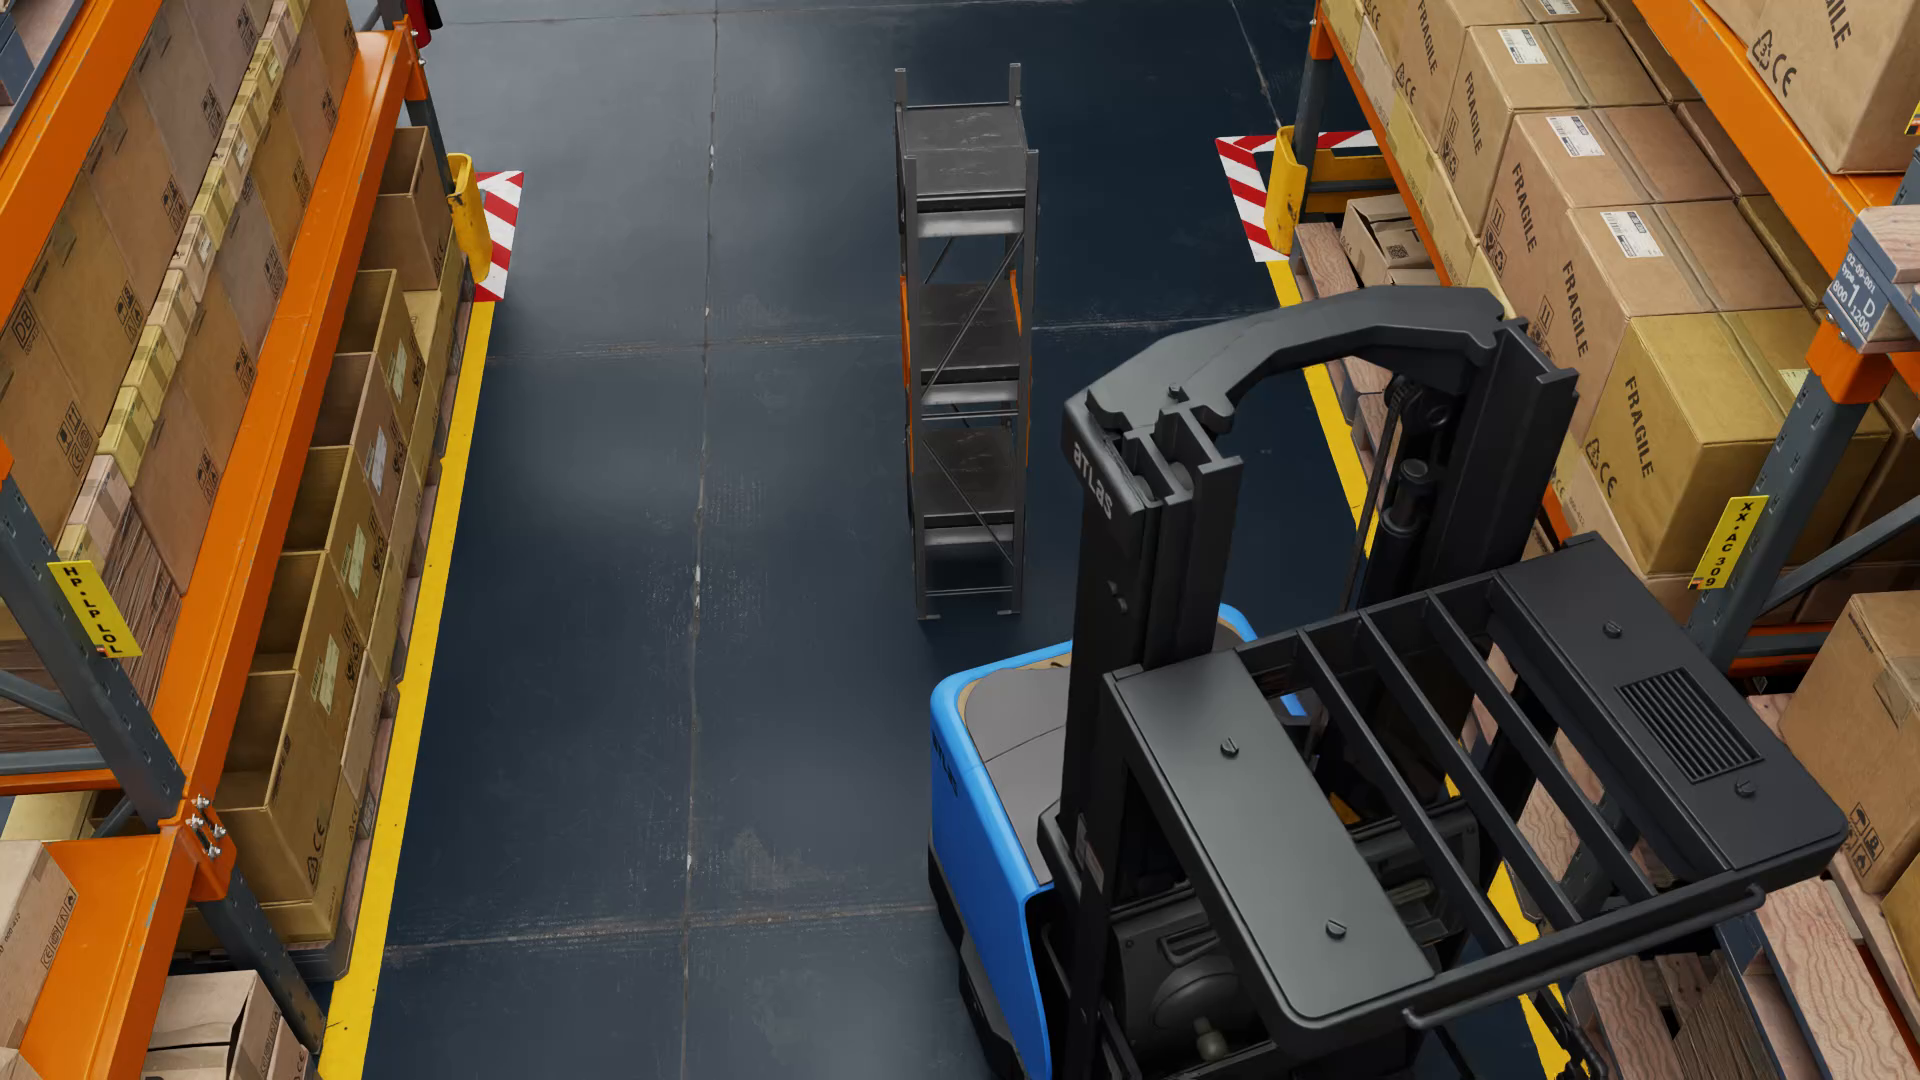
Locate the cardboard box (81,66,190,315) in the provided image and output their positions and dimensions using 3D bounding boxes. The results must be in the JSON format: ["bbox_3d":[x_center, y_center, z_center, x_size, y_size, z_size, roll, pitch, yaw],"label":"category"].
[{"bbox_3d":[-2.639,-0.957,4.628,0.700,0.500,0.500,-4,47,-3],"label":"cardboard box"}]

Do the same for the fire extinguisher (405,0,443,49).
[{"bbox_3d":[-2.393,-2.409,7.019,0.296,0.674,0.183,-3,47,-3],"label":"fire extinguisher"}]

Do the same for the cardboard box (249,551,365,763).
[{"bbox_3d":[-2.287,0.400,5.394,0.500,0.500,0.500,-3,47,-3],"label":"cardboard box"}]

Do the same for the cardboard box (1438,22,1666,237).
[{"bbox_3d":[1.954,-1.370,5.554,0.500,0.500,0.500,-2,47,-2],"label":"cardboard box"}]

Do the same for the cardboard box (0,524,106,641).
[{"bbox_3d":[-2.340,0.109,4.066,0.380,0.149,0.250,-4,47,-3],"label":"cardboard box"}]

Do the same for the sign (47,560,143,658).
[{"bbox_3d":[-1.971,0.161,3.788,0.100,0.325,0.005,-3,47,-3],"label":"sign"}]

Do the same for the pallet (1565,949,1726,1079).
[{"bbox_3d":[2.492,1.791,4.909,1.003,0.211,1.213,-3,47,-3],"label":"pallet"}]

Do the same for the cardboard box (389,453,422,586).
[{"bbox_3d":[-2.369,-0.066,6.351,0.500,0.250,0.500,-3,47,-3],"label":"cardboard box"}]

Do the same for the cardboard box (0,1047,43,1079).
[{"bbox_3d":[-2.254,1.243,3.599,0.396,0.266,0.258,-5,47,-4],"label":"cardboard box"}]

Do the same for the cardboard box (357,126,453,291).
[{"bbox_3d":[-2.504,-1.409,7.106,0.500,0.500,0.500,-3,47,-3],"label":"cardboard box"}]

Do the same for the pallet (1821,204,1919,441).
[{"bbox_3d":[2.371,-0.245,2.980,1.213,0.211,1.003,-3,47,-3],"label":"pallet"}]

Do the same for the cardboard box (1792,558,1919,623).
[{"bbox_3d":[2.600,-0.040,4.811,0.500,0.250,0.500,-3,47,-3],"label":"cardboard box"}]

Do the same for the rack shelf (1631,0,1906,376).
[{"bbox_3d":[2.258,-1.963,4.972,1.077,0.370,4.000,-3,47,-3],"label":"rack shelf"}]

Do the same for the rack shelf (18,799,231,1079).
[{"bbox_3d":[-2.343,2.267,3.033,1.077,0.370,4.000,-3,47,-3],"label":"rack shelf"}]

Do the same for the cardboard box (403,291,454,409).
[{"bbox_3d":[-2.452,-0.790,7.036,0.500,0.250,0.500,-3,47,-3],"label":"cardboard box"}]

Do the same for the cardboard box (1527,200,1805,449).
[{"bbox_3d":[2.030,-0.629,4.852,0.500,0.500,0.500,-4,47,-4],"label":"cardboard box"}]

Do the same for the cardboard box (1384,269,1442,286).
[{"bbox_3d":[2.106,-0.934,7.117,0.500,0.311,0.500,0,47,0],"label":"cardboard box"}]

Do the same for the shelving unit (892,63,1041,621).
[{"bbox_3d":[0.014,-0.602,5.874,0.431,2.100,0.503,-3,47,-3],"label":"shelving unit"}]

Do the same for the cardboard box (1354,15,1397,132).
[{"bbox_3d":[1.873,-1.834,6.510,0.500,0.250,0.500,-5,47,-5],"label":"cardboard box"}]

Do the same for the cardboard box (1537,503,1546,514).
[{"bbox_3d":[2.311,-0.061,6.402,0.380,0.149,0.250,-7,47,-6],"label":"cardboard box"}]

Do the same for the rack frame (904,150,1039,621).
[{"bbox_3d":[0.034,-0.426,5.707,0.400,2.100,0.015,-3,47,-3],"label":"rack frame"}]

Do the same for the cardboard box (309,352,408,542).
[{"bbox_3d":[-2.365,-0.324,6.079,0.500,0.500,0.500,-3,47,-3],"label":"cardboard box"}]

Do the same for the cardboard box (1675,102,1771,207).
[{"bbox_3d":[2.518,-1.033,5.235,0.500,0.500,0.500,-2,47,-2],"label":"cardboard box"}]

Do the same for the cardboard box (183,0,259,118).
[{"bbox_3d":[-2.722,-1.681,5.313,0.700,0.500,0.500,-3,47,-3],"label":"cardboard box"}]

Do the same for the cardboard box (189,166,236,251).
[{"bbox_3d":[-2.473,-1.012,5.127,0.380,0.149,0.250,-4,47,-4],"label":"cardboard box"}]

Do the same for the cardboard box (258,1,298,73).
[{"bbox_3d":[-2.560,-1.758,5.833,0.380,0.149,0.250,-3,47,-3],"label":"cardboard box"}]

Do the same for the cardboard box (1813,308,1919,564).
[{"bbox_3d":[2.594,-0.297,4.539,0.500,0.500,0.500,-4,47,-4],"label":"cardboard box"}]

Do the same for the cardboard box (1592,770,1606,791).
[{"bbox_3d":[2.351,0.706,5.664,0.380,0.166,0.250,-9,47,-8],"label":"cardboard box"}]

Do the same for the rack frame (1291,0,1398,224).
[{"bbox_3d":[2.090,-2.626,7.171,1.000,3.000,0.127,-3,47,-3],"label":"rack frame"}]

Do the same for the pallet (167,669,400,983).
[{"bbox_3d":[-2.535,0.953,5.702,1.003,0.211,1.213,-3,47,-3],"label":"pallet"}]

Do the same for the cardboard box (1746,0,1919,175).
[{"bbox_3d":[2.137,-1.156,3.631,0.500,0.500,0.500,-2,47,-2],"label":"cardboard box"}]

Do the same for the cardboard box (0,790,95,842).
[{"bbox_3d":[-2.767,1.051,5.293,0.500,0.250,0.500,-3,47,-3],"label":"cardboard box"}]

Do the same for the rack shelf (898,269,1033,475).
[{"bbox_3d":[0.014,-0.593,5.884,0.431,0.518,0.480,-3,47,-3],"label":"rack shelf"}]

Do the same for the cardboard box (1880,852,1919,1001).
[{"bbox_3d":[2.474,0.858,3.500,0.700,0.500,0.500,1,47,1],"label":"cardboard box"}]

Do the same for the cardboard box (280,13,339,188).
[{"bbox_3d":[-2.770,-1.638,6.166,0.700,0.500,0.500,-2,47,-2],"label":"cardboard box"}]

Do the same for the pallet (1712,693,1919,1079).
[{"bbox_3d":[2.344,0.896,3.967,1.003,0.211,1.213,-3,47,-3],"label":"pallet"}]

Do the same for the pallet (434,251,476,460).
[{"bbox_3d":[-2.740,-0.812,7.374,1.003,0.211,1.213,-3,47,-3],"label":"pallet"}]

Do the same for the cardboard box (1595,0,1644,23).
[{"bbox_3d":[2.422,-1.772,5.935,0.500,0.500,0.500,-5,47,-4],"label":"cardboard box"}]

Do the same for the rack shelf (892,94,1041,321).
[{"bbox_3d":[0.014,-1.074,5.376,0.431,0.518,0.480,-3,47,-3],"label":"rack shelf"}]

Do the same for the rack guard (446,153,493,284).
[{"bbox_3d":[-2.848,-1.480,7.807,1.175,0.500,0.348,-3,47,-3],"label":"rack guard"}]

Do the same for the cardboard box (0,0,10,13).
[{"bbox_3d":[-2.335,-1.392,3.612,0.500,0.311,0.500,-6,47,-5],"label":"cardboard box"}]

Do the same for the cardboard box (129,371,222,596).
[{"bbox_3d":[-2.605,-0.164,4.770,0.700,0.500,0.500,-4,47,-4],"label":"cardboard box"}]

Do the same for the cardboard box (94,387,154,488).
[{"bbox_3d":[-2.385,-0.260,4.414,0.380,0.149,0.250,-5,47,-4],"label":"cardboard box"}]

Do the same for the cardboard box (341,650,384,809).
[{"bbox_3d":[-2.284,0.657,5.666,0.500,0.250,0.500,-3,47,-3],"label":"cardboard box"}]

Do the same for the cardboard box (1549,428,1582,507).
[{"bbox_3d":[2.050,-0.372,5.126,0.500,0.250,0.500,-3,47,-3],"label":"cardboard box"}]

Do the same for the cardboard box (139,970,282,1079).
[{"bbox_3d":[-2.191,1.456,4.523,0.500,0.311,0.500,-3,47,-3],"label":"cardboard box"}]

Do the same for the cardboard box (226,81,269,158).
[{"bbox_3d":[-2.514,-1.378,5.473,0.380,0.149,0.250,-2,47,-2],"label":"cardboard box"}]

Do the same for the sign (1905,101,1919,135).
[{"bbox_3d":[1.885,-0.902,3.116,0.100,0.325,0.005,-3,47,-3],"label":"sign"}]

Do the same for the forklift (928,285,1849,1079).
[{"bbox_3d":[0.877,1.029,3.757,1.130,2.935,3.031,-15,48,-14],"label":"forklift"}]

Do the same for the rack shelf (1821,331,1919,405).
[{"bbox_3d":[2.593,0.931,2.231,1.077,0.370,4.000,-3,47,-3],"label":"rack shelf"}]

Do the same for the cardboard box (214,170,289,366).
[{"bbox_3d":[-2.687,-0.898,5.465,0.700,0.500,0.500,-2,47,-2],"label":"cardboard box"}]

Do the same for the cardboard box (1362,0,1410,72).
[{"bbox_3d":[1.862,-2.117,6.262,0.500,0.500,0.500,-3,47,-3],"label":"cardboard box"}]

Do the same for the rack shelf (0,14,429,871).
[{"bbox_3d":[-2.678,-0.627,5.774,1.077,0.370,4.000,-3,47,-3],"label":"rack shelf"}]

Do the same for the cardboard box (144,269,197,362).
[{"bbox_3d":[-2.427,-0.630,4.765,0.380,0.149,0.250,-5,47,-5],"label":"cardboard box"}]

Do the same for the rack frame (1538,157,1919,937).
[{"bbox_3d":[2.425,0.269,4.430,1.000,3.000,0.127,-3,47,-3],"label":"rack frame"}]

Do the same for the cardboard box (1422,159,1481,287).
[{"bbox_3d":[1.949,-1.099,5.814,0.500,0.250,0.500,-3,47,-3],"label":"cardboard box"}]

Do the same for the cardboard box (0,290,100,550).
[{"bbox_3d":[-2.554,-0.229,3.938,0.700,0.500,0.500,-3,47,-3],"label":"cardboard box"}]
